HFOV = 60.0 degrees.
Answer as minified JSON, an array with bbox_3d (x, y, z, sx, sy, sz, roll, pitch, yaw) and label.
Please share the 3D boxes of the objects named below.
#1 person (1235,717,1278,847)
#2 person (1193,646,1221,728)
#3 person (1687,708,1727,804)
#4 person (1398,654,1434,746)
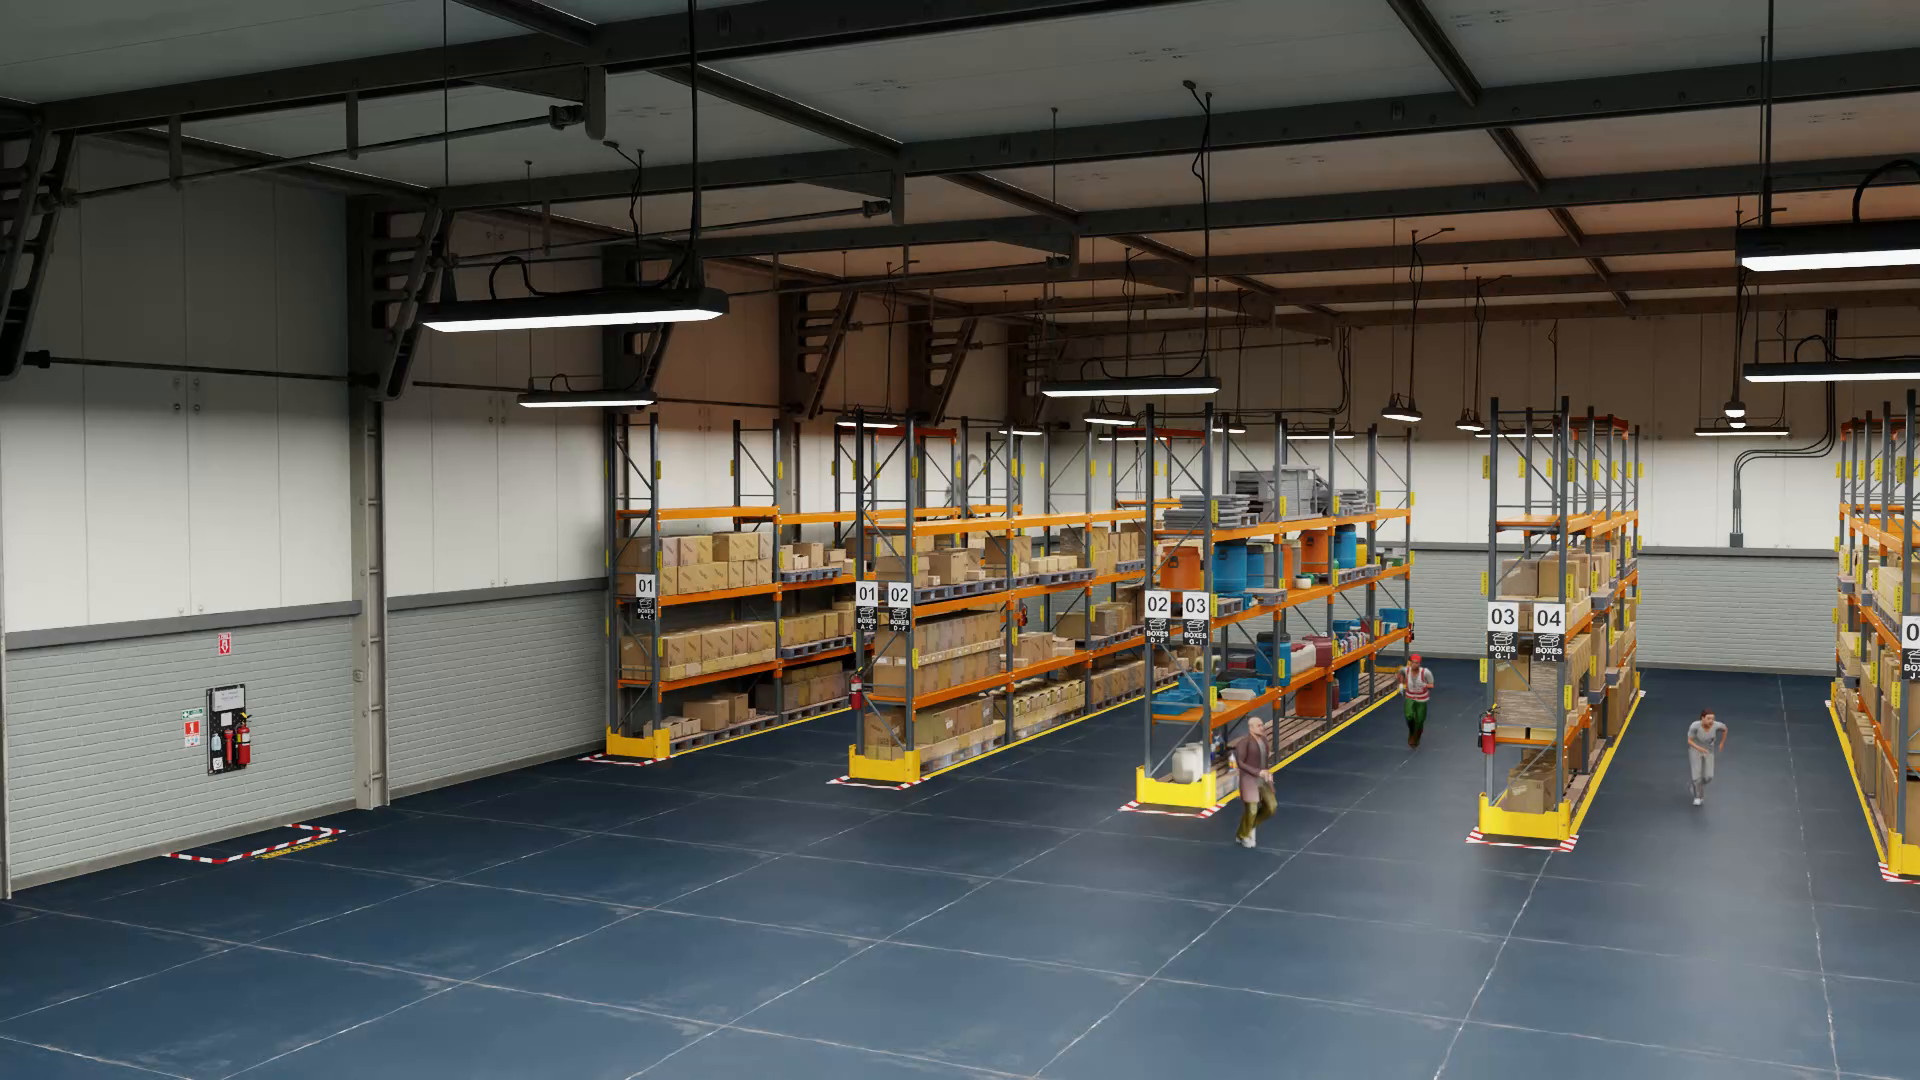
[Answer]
[{"bbox_3d":[3.931,3.205,22.002,0.690,1.733,0.715,-2,3,-37],"label":"person"},{"bbox_3d":[4.904,2.849,32.665,0.614,1.625,1.004,1,3,17],"label":"person"},{"bbox_3d":[11.115,3.221,24.747,0.583,1.497,0.769,0,2,11],"label":"person"},{"bbox_3d":[8.148,2.871,29.753,0.642,1.700,0.881,1,3,18],"label":"person"}]
